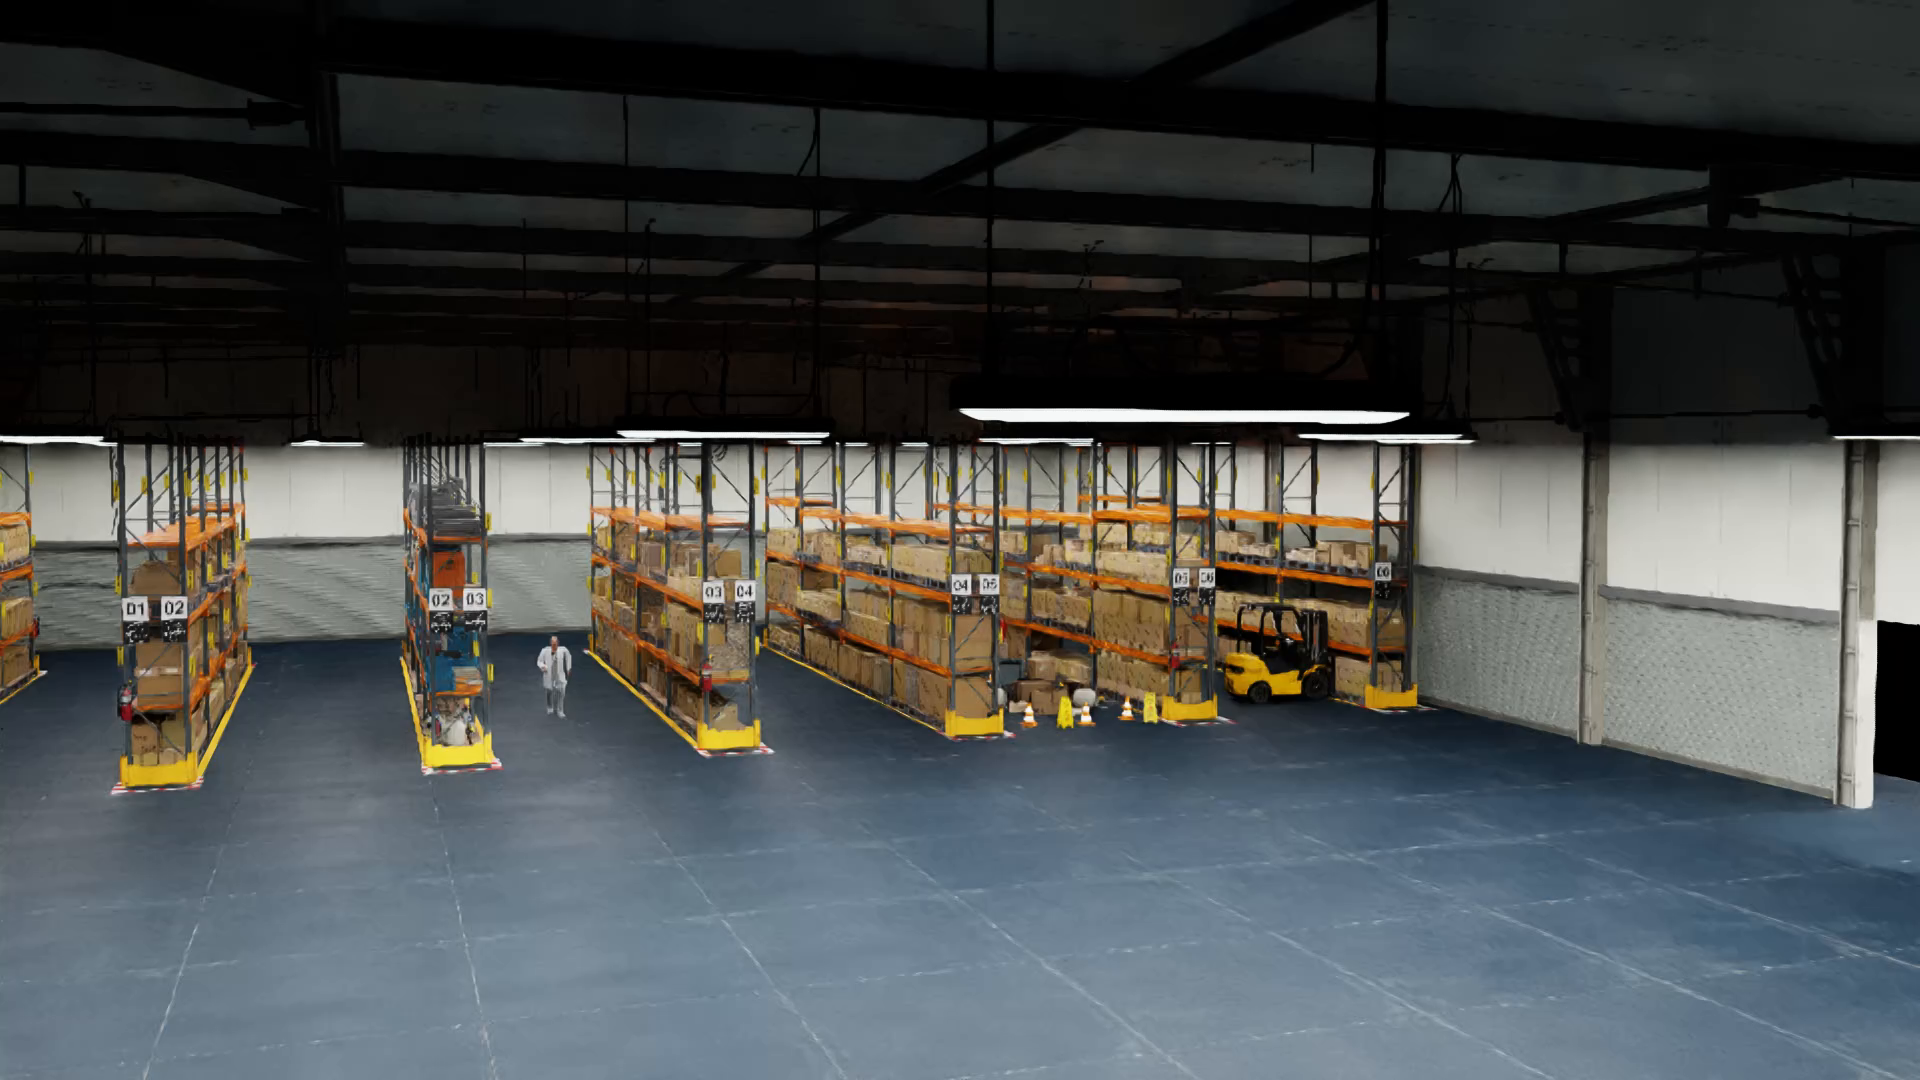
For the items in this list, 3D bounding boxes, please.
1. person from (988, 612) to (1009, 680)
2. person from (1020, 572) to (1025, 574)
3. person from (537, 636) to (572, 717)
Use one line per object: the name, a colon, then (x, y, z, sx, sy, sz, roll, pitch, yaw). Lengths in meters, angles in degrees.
person: (0.964, 2.602, 40.513, 0.586, 1.720, 0.662, 0, 3, 7)
person: (2.075, 1.896, 53.159, 0.555, 1.785, 0.713, 3, 4, 40)
person: (-8.675, 2.891, 35.575, 0.736, 1.715, 0.891, -1, 3, -15)
